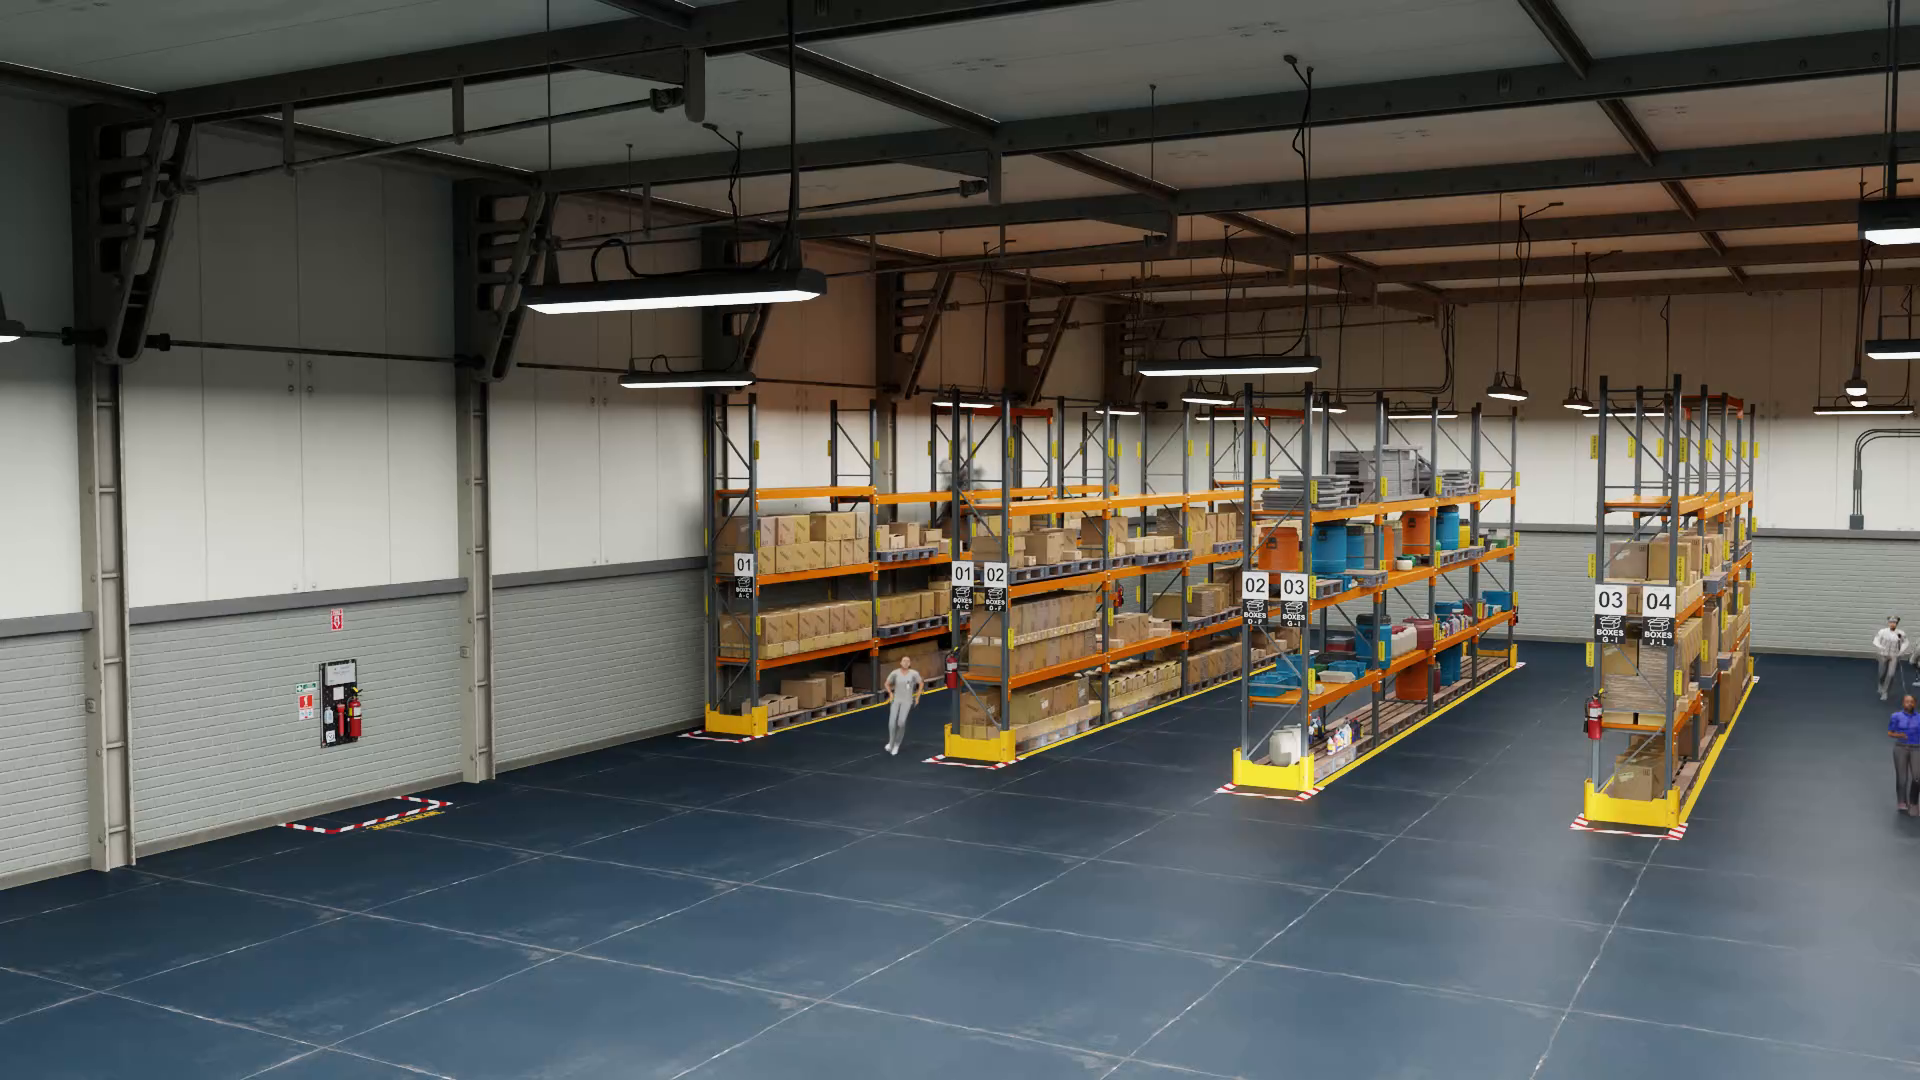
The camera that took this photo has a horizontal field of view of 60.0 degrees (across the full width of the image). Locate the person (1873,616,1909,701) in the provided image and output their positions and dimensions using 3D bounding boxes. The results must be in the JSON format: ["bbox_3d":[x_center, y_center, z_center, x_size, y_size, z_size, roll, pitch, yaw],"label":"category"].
[{"bbox_3d":[18.733,2.364,33.477,0.621,1.694,0.792,2,4,31],"label":"person"}]

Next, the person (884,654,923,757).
[{"bbox_3d":[-0.947,2.703,27.414,0.640,1.680,0.692,0,3,7],"label":"person"}]

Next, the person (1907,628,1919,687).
[{"bbox_3d":[20.286,2.259,34.977,0.577,1.702,0.674,0,3,-8],"label":"person"}]

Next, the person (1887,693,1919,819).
[{"bbox_3d":[12.994,2.954,22.755,0.555,1.703,0.686,1,3,25],"label":"person"}]
